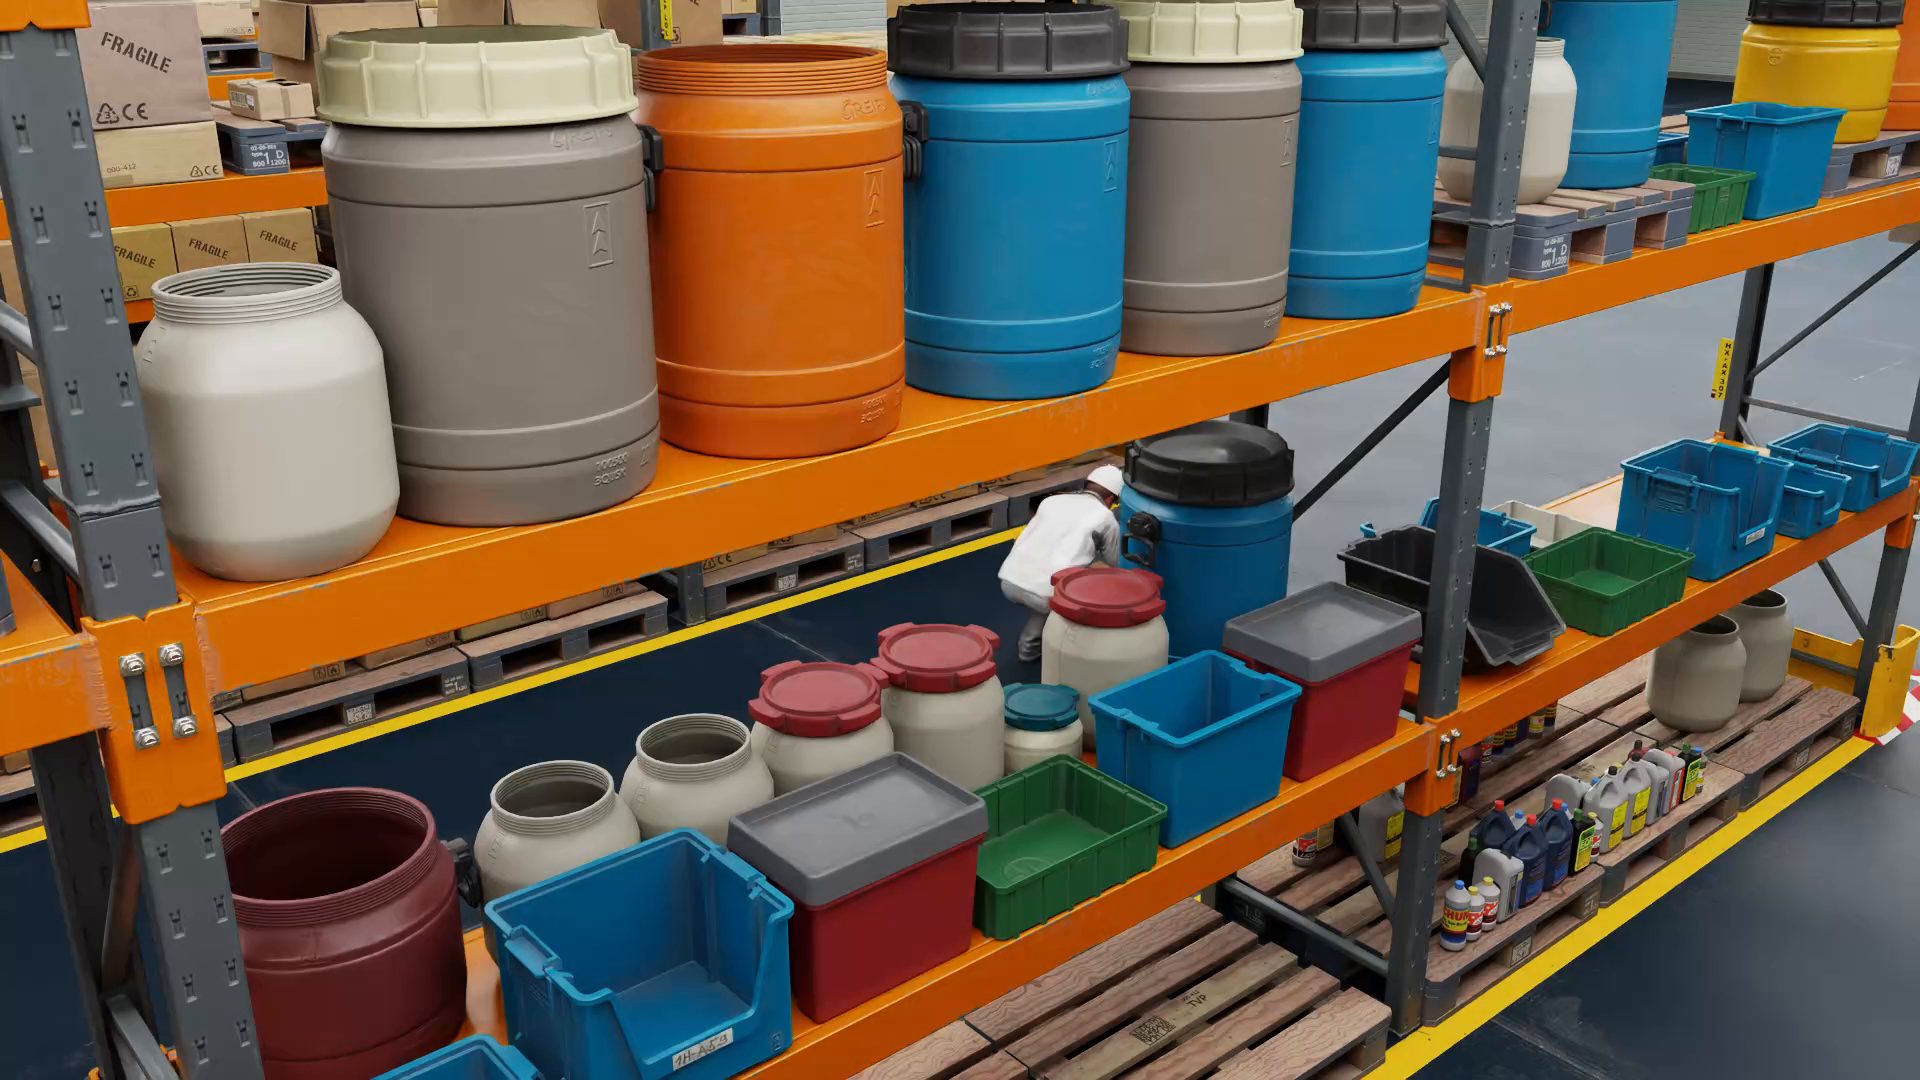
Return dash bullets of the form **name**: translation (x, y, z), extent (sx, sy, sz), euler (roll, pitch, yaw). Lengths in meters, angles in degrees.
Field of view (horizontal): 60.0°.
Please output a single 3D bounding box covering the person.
- **person**: translation (0.594, 0.160, 9.163), extent (0.871, 1.039, 0.536), euler (-17, 27, -38)
